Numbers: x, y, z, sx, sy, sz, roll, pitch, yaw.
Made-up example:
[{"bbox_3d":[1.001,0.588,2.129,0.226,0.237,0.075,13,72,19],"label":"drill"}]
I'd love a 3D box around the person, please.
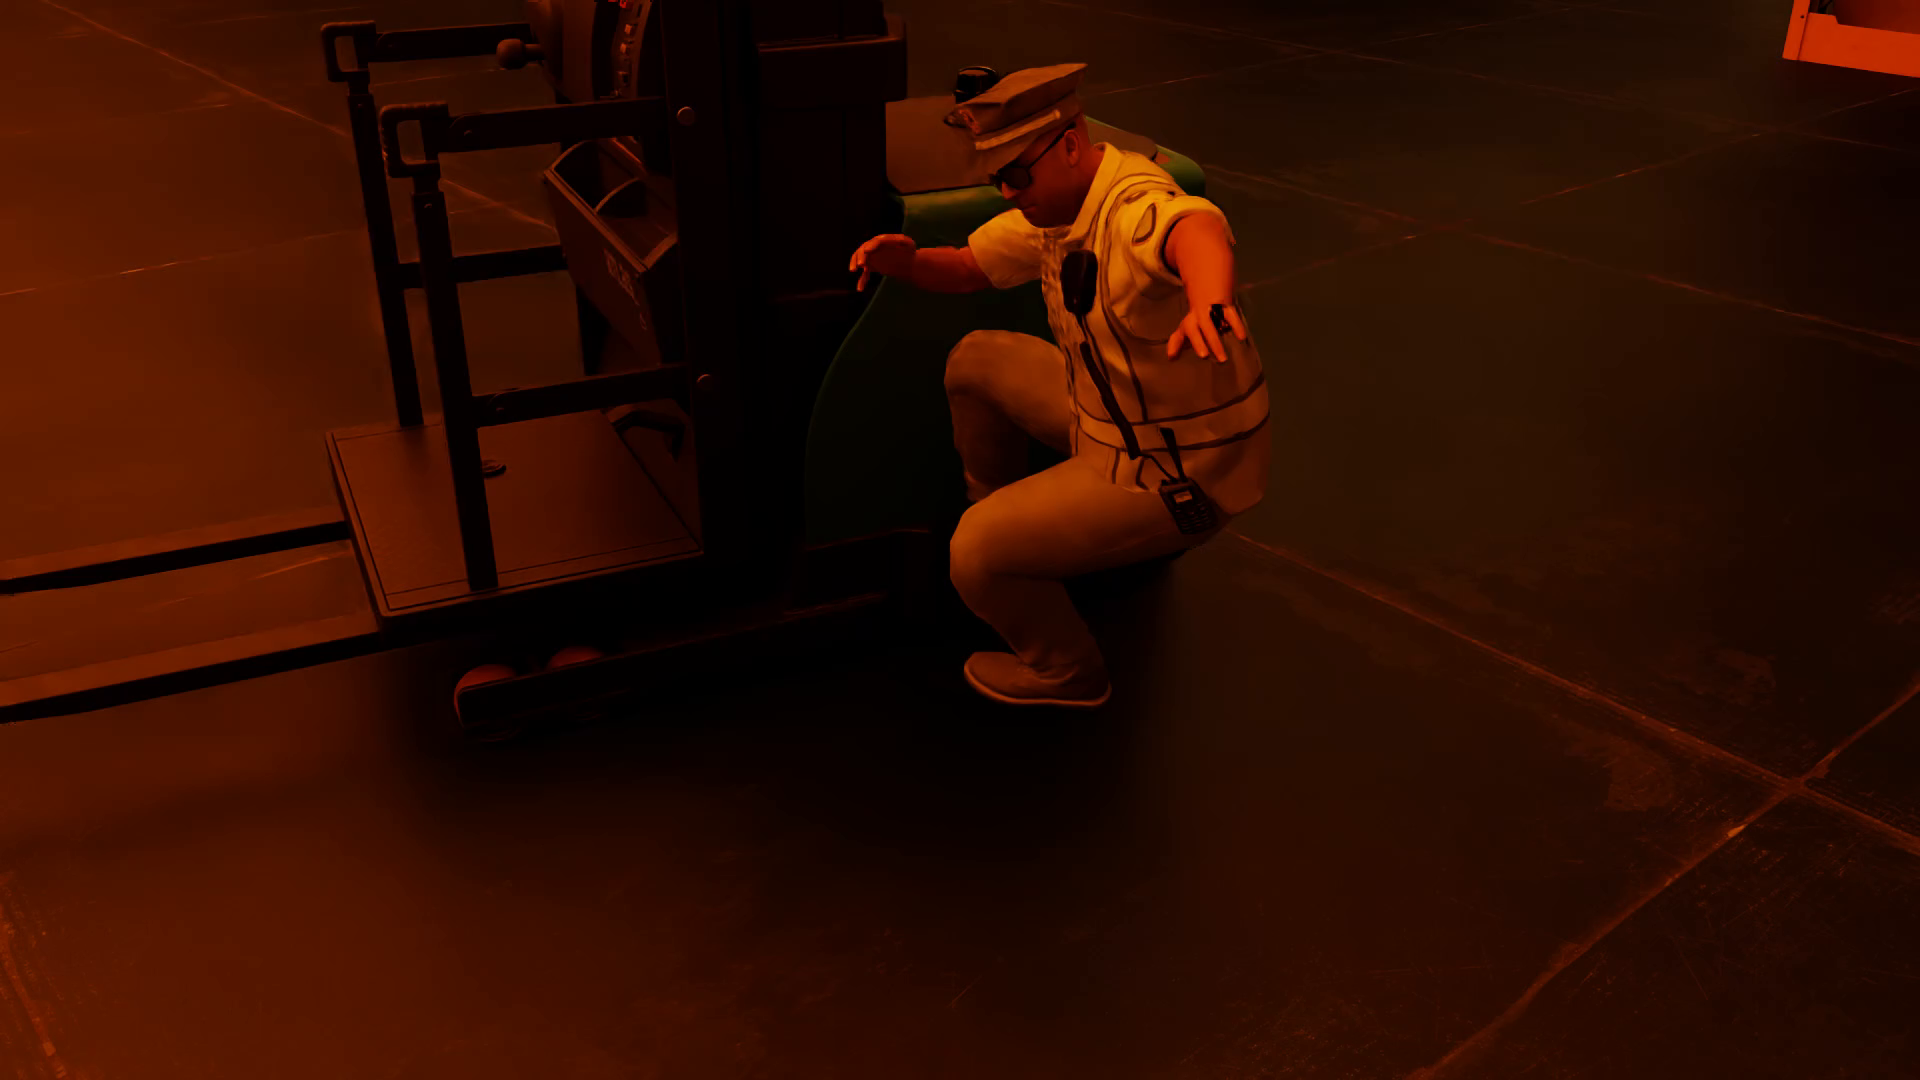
[{"bbox_3d":[0.210,-0.203,3.205,0.817,1.373,1.589,-5,27,-10],"label":"person"}]

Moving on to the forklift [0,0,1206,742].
[{"bbox_3d":[-0.970,-1.142,3.504,3.031,2.935,1.130,-12,29,-22],"label":"forklift"}]
